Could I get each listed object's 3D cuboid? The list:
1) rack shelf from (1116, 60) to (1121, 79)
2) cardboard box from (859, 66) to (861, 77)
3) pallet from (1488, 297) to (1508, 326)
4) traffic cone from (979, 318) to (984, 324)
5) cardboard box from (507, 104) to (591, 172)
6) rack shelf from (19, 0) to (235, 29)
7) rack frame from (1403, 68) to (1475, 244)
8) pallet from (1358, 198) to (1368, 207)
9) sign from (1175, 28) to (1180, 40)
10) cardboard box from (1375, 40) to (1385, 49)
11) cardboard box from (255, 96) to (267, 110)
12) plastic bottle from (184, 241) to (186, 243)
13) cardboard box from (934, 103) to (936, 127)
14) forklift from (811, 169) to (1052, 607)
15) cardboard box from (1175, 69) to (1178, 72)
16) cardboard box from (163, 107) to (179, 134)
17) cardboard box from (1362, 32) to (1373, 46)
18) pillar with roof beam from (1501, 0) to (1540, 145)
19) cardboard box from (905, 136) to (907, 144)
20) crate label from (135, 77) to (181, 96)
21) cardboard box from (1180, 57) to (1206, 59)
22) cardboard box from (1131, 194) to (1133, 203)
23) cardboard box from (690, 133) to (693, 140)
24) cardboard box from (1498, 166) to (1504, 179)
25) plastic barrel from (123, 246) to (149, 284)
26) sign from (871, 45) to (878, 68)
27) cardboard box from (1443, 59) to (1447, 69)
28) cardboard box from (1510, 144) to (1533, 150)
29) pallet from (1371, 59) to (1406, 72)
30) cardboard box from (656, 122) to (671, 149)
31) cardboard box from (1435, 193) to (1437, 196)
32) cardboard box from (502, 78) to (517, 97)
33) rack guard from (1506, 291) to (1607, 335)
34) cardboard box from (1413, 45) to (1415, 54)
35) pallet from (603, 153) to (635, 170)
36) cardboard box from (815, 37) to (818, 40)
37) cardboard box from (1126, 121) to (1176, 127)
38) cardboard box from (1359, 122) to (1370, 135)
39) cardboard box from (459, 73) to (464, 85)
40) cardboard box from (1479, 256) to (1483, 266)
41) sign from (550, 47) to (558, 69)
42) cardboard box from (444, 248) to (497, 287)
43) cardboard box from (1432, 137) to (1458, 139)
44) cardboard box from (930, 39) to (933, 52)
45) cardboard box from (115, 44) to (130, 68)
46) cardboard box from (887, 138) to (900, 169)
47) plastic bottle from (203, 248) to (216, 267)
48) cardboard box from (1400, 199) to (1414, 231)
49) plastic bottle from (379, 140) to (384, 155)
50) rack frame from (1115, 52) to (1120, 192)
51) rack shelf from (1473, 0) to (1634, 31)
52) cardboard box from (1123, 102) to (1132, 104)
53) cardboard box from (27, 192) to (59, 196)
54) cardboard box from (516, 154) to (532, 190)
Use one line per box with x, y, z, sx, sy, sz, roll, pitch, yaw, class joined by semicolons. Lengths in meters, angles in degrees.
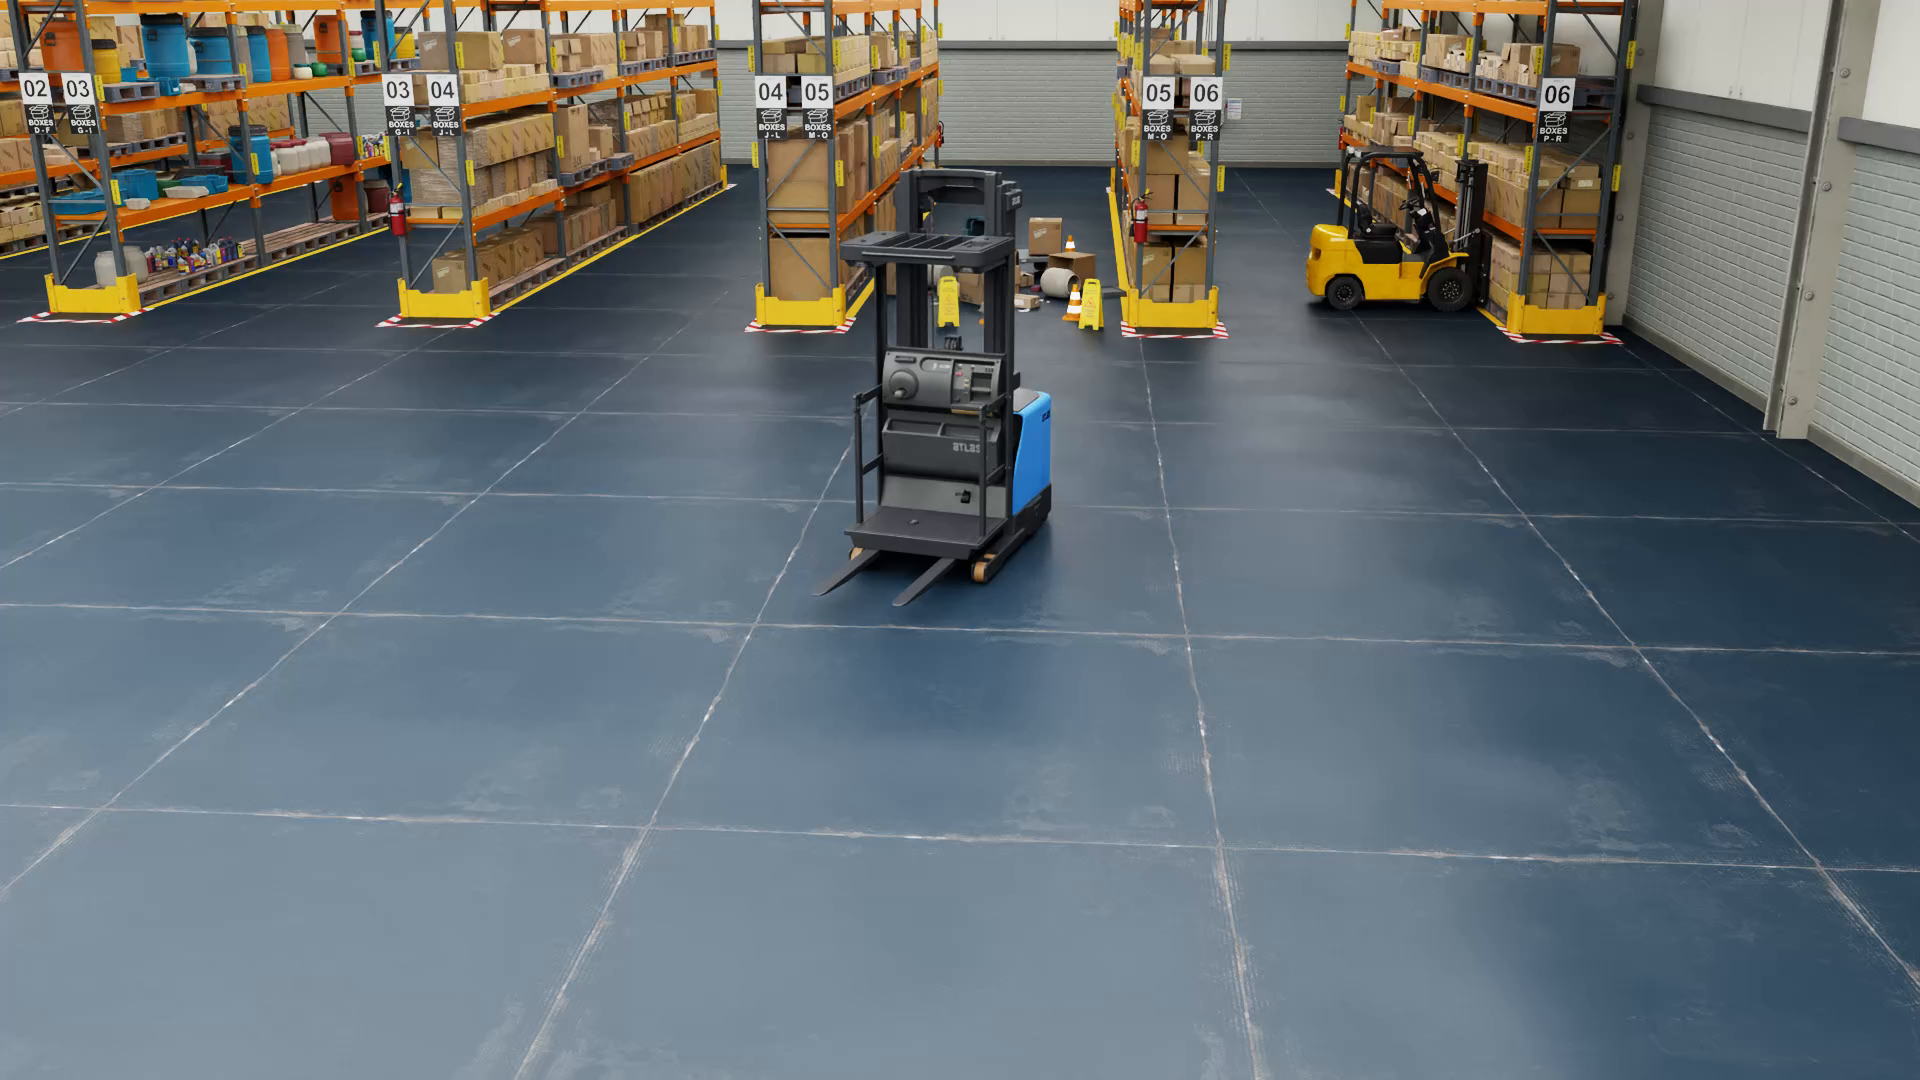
3.822;-9.702;34.552;1.077;0.370;4.000;1;18;4;rack shelf
-1.619;-6.709;23.831;0.380;0.149;0.250;2;18;5;cardboard box
7.782;-3.074;22.464;1.003;0.211;1.213;1;18;4;pallet
0.431;-3.146;22.281;0.336;0.463;0.334;1;18;4;traffic cone
-6.583;-6.462;26.688;1.000;1.000;1.000;1;18;4;cardboard box
-11.863;-7.542;23.785;1.077;0.370;4.000;1;18;4;rack shelf
8.343;-6.645;28.885;1.000;3.000;0.127;1;18;4;rack frame
8.680;-6.775;33.761;1.003;0.211;1.213;1;18;4;pallet
4.220;-9.808;32.387;0.100;0.325;0.005;1;18;4;sign
8.171;-9.499;31.868;0.380;0.149;0.250;2;18;6;cardboard box
-15.625;-9.743;36.573;0.500;0.500;0.500;2;18;5;cardboard box
-12.176;-4.569;26.216;0.152;0.276;0.135;2;18;6;plastic bottle
-0.797;-9.202;36.051;0.500;0.500;0.500;1;18;3;cardboard box
-0.209;-1.210;12.410;1.130;2.935;3.031;6;19;19;forklift
3.234;-6.391;23.058;0.500;0.250;0.500;2;18;5;cardboard box
-16.344;-8.545;33.850;0.700;0.500;0.500;-5;19;-15;cardboard box
8.530;-10.258;34.055;0.500;0.250;0.500;2;18;5;cardboard box
4.854;-9.167;26.947;9.100;9.000;0.400;1;18;4;pillar with roof beam
-1.206;-7.541;31.348;0.380;0.149;0.250;1;18;2;cardboard box
-11.543;-6.530;23.957;0.502;0.251;0.408;1;18;4;crate label
3.274;-6.689;23.326;0.380;0.149;0.250;1;18;5;cardboard box
2.661;-4.905;23.979;0.380;0.149;0.250;1;18;4;cardboard box
-5.799;-8.428;34.731;0.380;0.149;0.250;1;18;2;cardboard box
7.582;-5.029;22.751;0.380;0.149;0.250;1;18;4;cardboard box
-12.000;-3.981;24.076;0.421;0.512;0.421;0;18;0;plastic barrel
-1.286;-7.288;25.073;0.100;0.325;0.005;1;18;4;sign
7.887;-7.544;26.379;0.380;0.149;0.250;1;18;3;cardboard box
8.275;-5.717;24.372;0.380;0.149;0.250;1;18;2;cardboard box
8.513;-9.022;31.625;1.213;0.211;1.003;1;18;4;pallet
-6.010;-7.961;32.740;0.500;0.500;0.500;2;18;6;cardboard box
8.737;-6.202;29.831;0.380;0.149;0.250;2;18;6;cardboard box
-6.672;-6.465;23.760;0.500;0.250;0.500;2;18;6;cardboard box
7.768;-2.965;21.669;1.175;0.500;0.348;1;18;4;rack guard
8.165;-8.606;29.176;0.380;0.149;0.250;1;18;2;cardboard box
-6.438;-6.661;29.242;1.213;0.211;1.003;1;18;4;pallet
-2.258;-7.181;23.992;0.380;0.149;0.250;1;18;3;cardboard box
2.736;-5.731;23.852;0.700;0.500;0.500;1;18;3;cardboard box
8.493;-8.431;34.100;0.500;0.250;0.500;1;18;4;cardboard box
-6.816;-6.115;22.051;0.380;0.149;0.250;1;18;4;cardboard box
7.595;-3.921;23.509;0.500;0.250;0.500;1;18;4;cardboard box
-6.238;-7.395;25.526;0.100;0.325;0.005;1;18;4;sign
-6.996;-3.883;23.795;0.500;0.500;0.500;6;19;18;cardboard box
8.021;-6.585;27.499;0.380;0.149;0.250;1;18;5;cardboard box
-0.833;-10.443;35.098;0.500;0.250;0.500;2;18;5;cardboard box
-16.302;-9.127;31.483;0.910;0.500;0.500;1;18;4;cardboard box
-1.317;-6.735;29.000;0.500;0.500;0.500;1;18;4;cardboard box
-11.531;-4.342;25.525;0.152;0.276;0.135;2;18;5;plastic bottle
8.159;-5.793;29.624;0.500;0.500;0.500;2;18;6;cardboard box
-10.985;-7.445;31.532;0.097;0.271;0.097;0;18;0;plastic bottle
3.965;-9.239;36.802;1.000;3.000;0.127;1;18;4;rack frame
7.913;-7.100;22.438;1.077;0.370;4.000;1;18;4;rack shelf
3.239;-7.757;30.513;0.500;0.500;0.500;1;18;4;cardboard box
-16.704;-6.201;30.372;0.500;0.311;0.500;2;18;6;cardboard box
-6.880;-5.472;24.667;0.875;0.500;0.500;1;18;4;cardboard box
